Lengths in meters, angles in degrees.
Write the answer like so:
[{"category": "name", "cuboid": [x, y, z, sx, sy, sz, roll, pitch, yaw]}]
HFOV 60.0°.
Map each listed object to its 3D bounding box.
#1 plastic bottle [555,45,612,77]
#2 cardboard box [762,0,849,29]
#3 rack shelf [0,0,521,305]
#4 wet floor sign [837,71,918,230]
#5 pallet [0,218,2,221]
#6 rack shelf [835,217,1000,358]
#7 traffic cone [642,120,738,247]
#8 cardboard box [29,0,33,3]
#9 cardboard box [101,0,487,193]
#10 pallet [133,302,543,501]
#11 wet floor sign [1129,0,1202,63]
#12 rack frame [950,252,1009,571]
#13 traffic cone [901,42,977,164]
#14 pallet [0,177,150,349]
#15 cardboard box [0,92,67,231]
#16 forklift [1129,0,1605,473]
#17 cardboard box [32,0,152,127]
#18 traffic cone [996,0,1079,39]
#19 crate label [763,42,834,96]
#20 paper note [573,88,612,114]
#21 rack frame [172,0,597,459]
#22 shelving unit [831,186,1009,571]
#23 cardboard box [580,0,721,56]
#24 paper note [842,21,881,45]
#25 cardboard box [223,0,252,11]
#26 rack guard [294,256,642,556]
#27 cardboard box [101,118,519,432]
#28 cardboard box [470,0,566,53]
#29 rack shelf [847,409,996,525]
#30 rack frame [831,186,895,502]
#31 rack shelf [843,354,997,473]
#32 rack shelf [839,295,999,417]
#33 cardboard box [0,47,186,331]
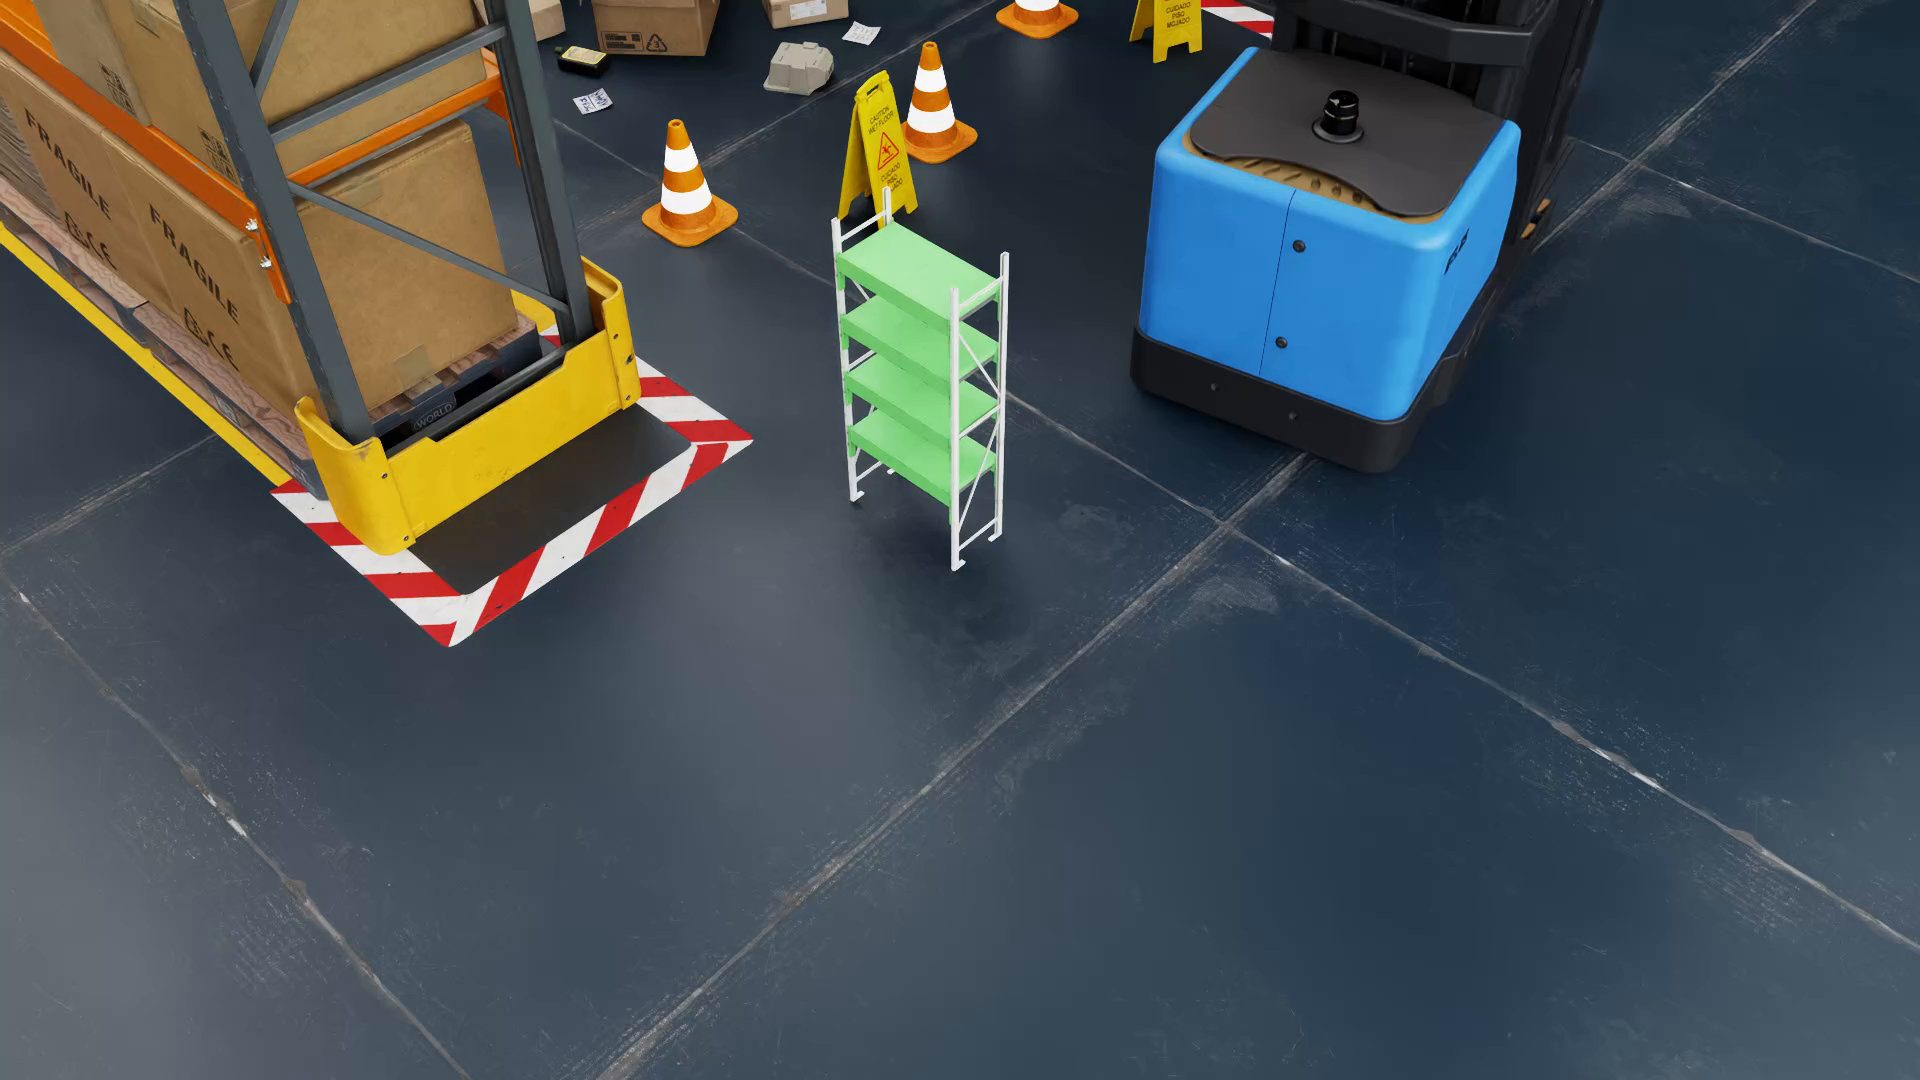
[{"category": "plastic bottle", "cuboid": [-1.798, -2.262, 7.832, 0.283, 0.061, 0.133, 17, 49, 15]}, {"category": "cardboard box", "cuboid": [-0.763, -2.655, 8.141, 0.380, 0.149, 0.250, -13, 48, -12]}, {"category": "rack shelf", "cuboid": [-3.183, -2.106, 6.163, 4.000, 0.370, 1.077, 34, 55, 28]}, {"category": "wet floor sign", "cuboid": [-0.349, -1.604, 6.813, 0.232, 0.644, 0.267, 25, 52, 22]}, {"category": "pallet", "cuboid": [-4.147, -1.969, 7.454, 1.213, 0.211, 1.003, 34, 55, 28]}, {"category": "rack shelf", "cuboid": [-0.122, -0.777, 5.086, 0.480, 0.148, 0.258, 34, 55, 28]}, {"category": "traffic cone", "cuboid": [-1.140, -1.518, 6.858, 0.334, 0.463, 0.336, 34, 55, 28]}, {"category": "cardboard box", "cuboid": [-2.762, -2.178, 5.635, 0.550, 0.550, 0.875, 34, 55, 28]}, {"category": "cardboard box", "cuboid": [-2.016, -1.574, 5.067, 0.550, 0.550, 0.875, 34, 55, 28]}, {"category": "pallet", "cuboid": [-2.354, -0.762, 6.321, 1.213, 0.211, 1.003, 34, 55, 28]}, {"category": "wet floor sign", "cuboid": [0.984, -2.592, 7.741, 0.267, 0.644, 0.232, -21, 50, -18]}, {"category": "rack frame", "cuboid": [0.058, -0.372, 5.276, 0.015, 1.200, 0.240, 34, 55, 28]}, {"category": "traffic cone", "cuboid": [-0.124, -1.956, 7.269, 0.334, 0.463, 0.336, 34, 55, 28]}, {"category": "pallet", "cuboid": [-3.246, -1.366, 6.888, 1.213, 0.211, 1.003, 34, 55, 28]}, {"category": "cardboard box", "cuboid": [-3.573, -1.966, 6.707, 0.875, 0.875, 0.875, 34, 56, 28]}, {"category": "forklift", "cuboid": [1.819, -2.304, 5.903, 1.130, 2.935, 3.031, 23, 51, 20]}, {"category": "cardboard box", "cuboid": [-2.435, -1.834, 5.312, 0.550, 0.550, 0.875, 34, 55, 28]}, {"category": "traffic cone", "cuboid": [0.379, -2.718, 7.985, 0.334, 0.463, 0.336, 34, 55, 28]}, {"category": "crate label", "cuboid": [-0.744, -2.200, 7.721, 0.298, 0.136, 0.250, 9, 48, 9]}, {"category": "paper note", "cuboid": [-1.683, -2.011, 7.618, 0.144, 0.017, 0.142, -21, 50, -18]}, {"category": "rack frame", "cuboid": [-1.713, -1.364, 4.973, 0.127, 3.000, 1.000, 34, 55, 28]}, {"category": "shelving unit", "cuboid": [-0.122, -0.493, 5.389, 0.503, 1.200, 0.258, 34, 55, 28]}, {"category": "cardboard box", "cuboid": [-1.438, -2.723, 7.962, 0.637, 0.503, 0.797, 2, 47, 2]}, {"category": "paper note", "cuboid": [-0.475, -2.450, 8.029, 0.142, 0.019, 0.148, 17, 49, 15]}, {"category": "cardboard box", "cuboid": [-1.959, -1.989, 4.716, 0.550, 0.550, 0.875, 34, 55, 28]}, {"category": "rack guard", "cuboid": [-1.695, -0.496, 5.873, 0.348, 0.500, 1.175, 34, 55, 28]}, {"category": "cardboard box", "cuboid": [-2.256, -1.080, 5.876, 0.875, 0.875, 0.875, 34, 56, 28]}, {"category": "cardboard box", "cuboid": [-2.140, -2.542, 7.955, 0.396, 0.266, 0.258, -29, 53, -25]}, {"category": "rack shelf", "cuboid": [-0.122, -0.285, 5.611, 0.480, 0.148, 0.258, 34, 55, 28]}, {"category": "rack frame", "cuboid": [-0.301, -0.613, 5.503, 0.015, 1.200, 0.240, 34, 55, 28]}, {"category": "rack shelf", "cuboid": [-0.122, -0.449, 5.436, 0.480, 0.148, 0.258, 34, 55, 28]}, {"category": "rack shelf", "cuboid": [-0.122, -0.613, 5.261, 0.480, 0.148, 0.258, 34, 55, 28]}, {"category": "cardboard box", "cuboid": [-2.904, -1.514, 6.283, 0.875, 0.875, 0.875, 33, 55, 27]}]
